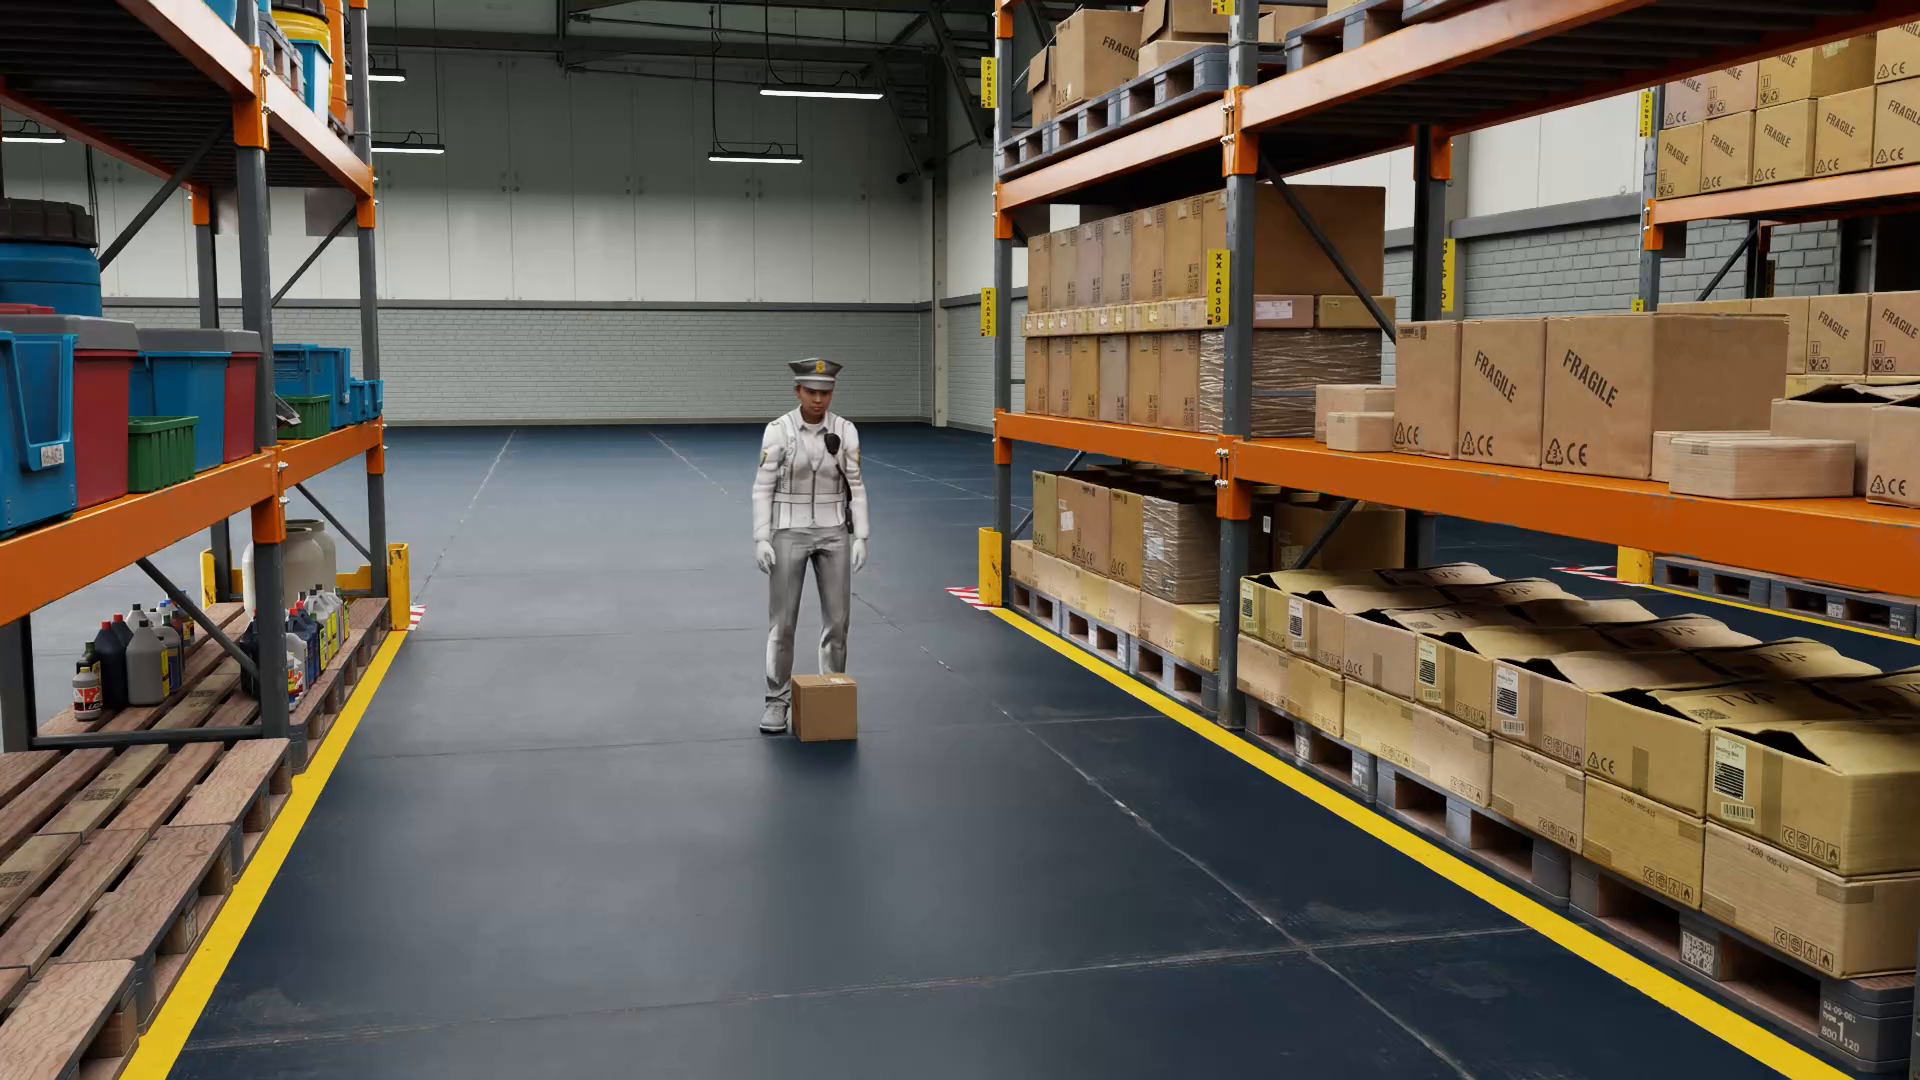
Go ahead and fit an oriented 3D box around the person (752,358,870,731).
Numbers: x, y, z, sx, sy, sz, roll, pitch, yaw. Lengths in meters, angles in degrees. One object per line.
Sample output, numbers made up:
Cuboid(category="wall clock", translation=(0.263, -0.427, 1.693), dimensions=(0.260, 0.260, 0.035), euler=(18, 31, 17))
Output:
Cuboid(category="person", translation=(-0.673, 0.014, 7.533), dimensions=(0.529, 1.664, 0.372), euler=(-1, 6, -13))
